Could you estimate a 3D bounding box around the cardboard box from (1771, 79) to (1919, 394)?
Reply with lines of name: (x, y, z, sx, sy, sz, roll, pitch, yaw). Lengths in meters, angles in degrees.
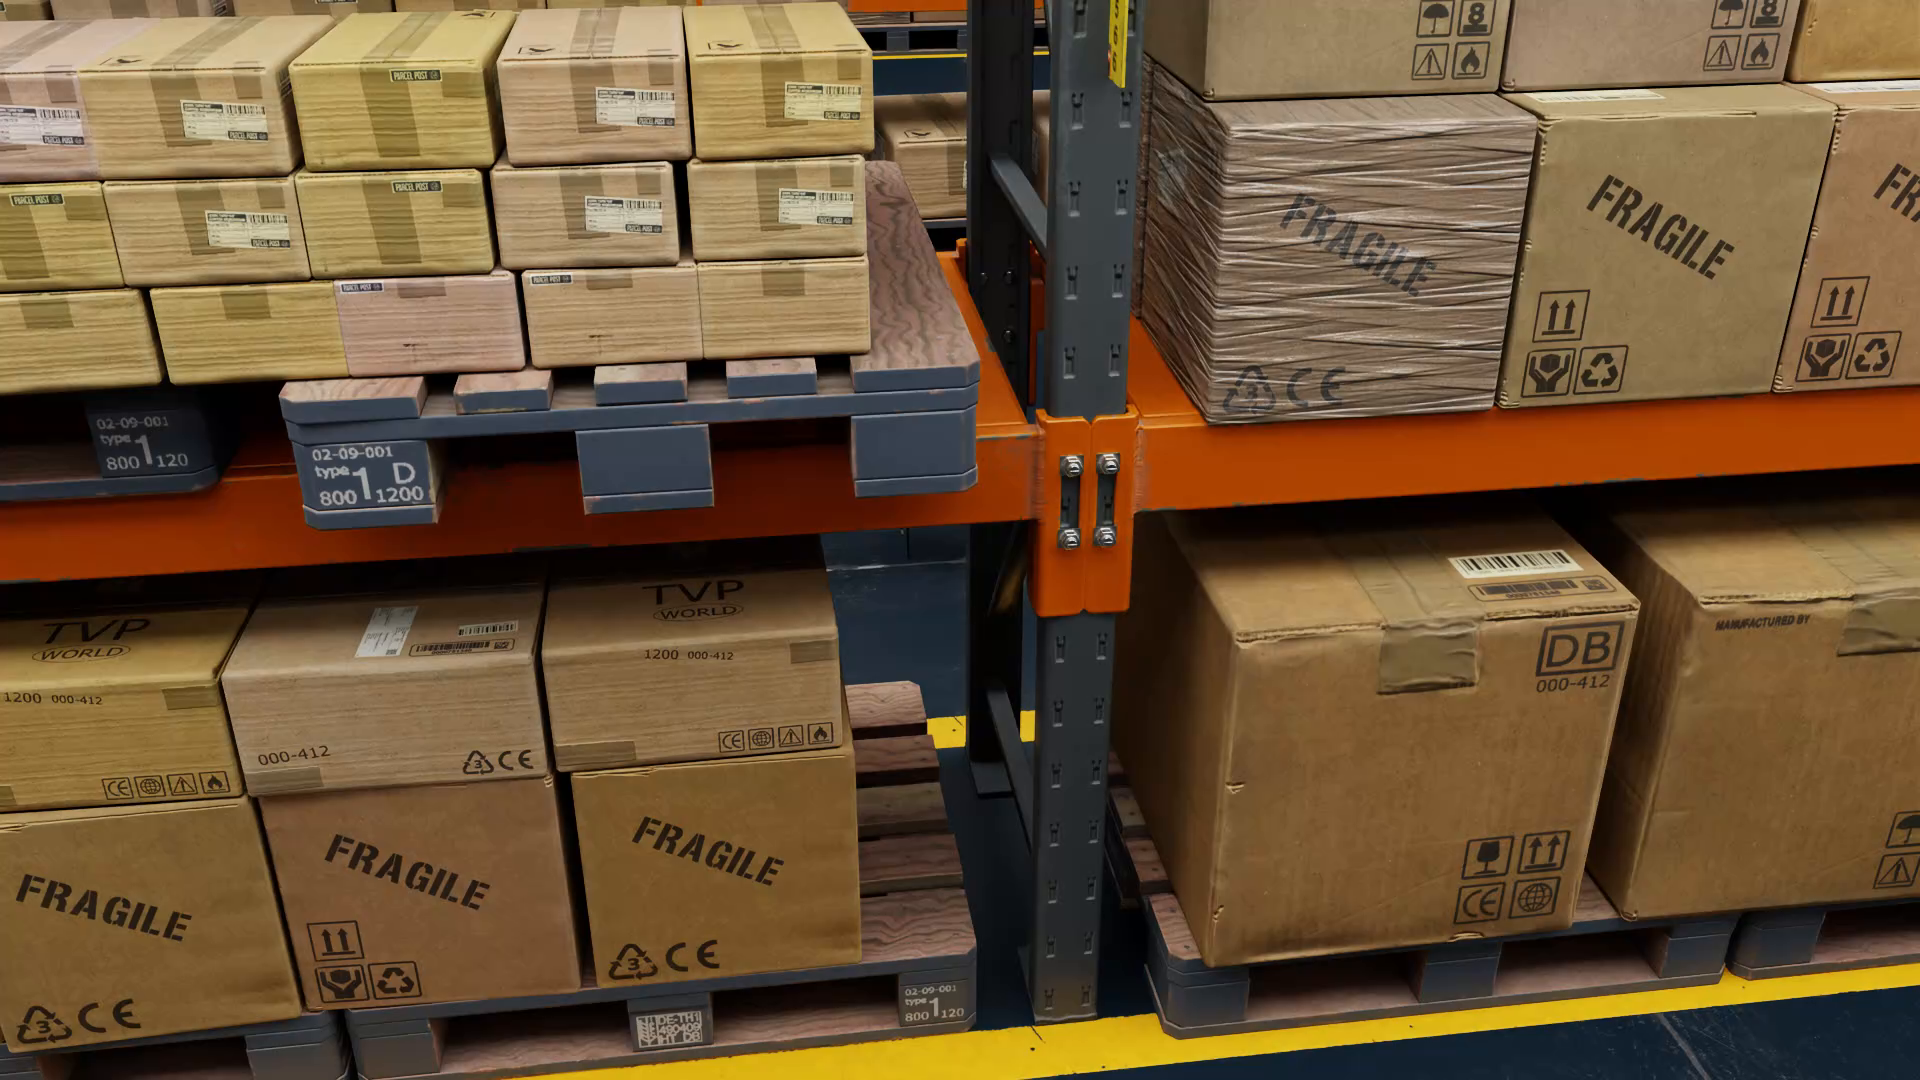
cardboard box: (1.629, -0.603, 3.029, 0.500, 0.500, 0.500, -4, 27, -7)

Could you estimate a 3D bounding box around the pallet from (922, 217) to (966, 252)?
pallet: (0.129, -1.626, 8.188, 1.213, 0.211, 1.003, -4, 27, -7)

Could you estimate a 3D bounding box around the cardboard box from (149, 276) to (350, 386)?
cardboard box: (-1.028, -0.376, 2.513, 0.250, 0.149, 0.380, -4, 27, -8)

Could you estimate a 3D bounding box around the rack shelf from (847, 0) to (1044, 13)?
rack shelf: (1.335, -2.625, 7.867, 4.000, 0.370, 1.077, -4, 27, -7)

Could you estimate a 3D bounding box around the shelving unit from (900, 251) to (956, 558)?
shelving unit: (-0.053, -0.464, 5.004, 0.252, 1.050, 0.215, -4, 27, -7)

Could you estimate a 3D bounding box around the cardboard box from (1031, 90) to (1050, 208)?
cardboard box: (0.645, -1.917, 8.119, 0.625, 0.372, 0.950, -4, 27, -8)

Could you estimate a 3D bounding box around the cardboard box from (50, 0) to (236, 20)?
cardboard box: (-1.379, -0.918, 2.916, 0.250, 0.149, 0.380, -2, 27, -5)

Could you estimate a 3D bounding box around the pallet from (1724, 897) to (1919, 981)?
pallet: (2.141, 0.562, 3.923, 1.213, 0.211, 1.003, -4, 27, -7)

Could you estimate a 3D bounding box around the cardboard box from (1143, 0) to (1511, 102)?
cardboard box: (0.591, -1.100, 2.902, 0.500, 0.500, 0.700, -4, 27, -7)

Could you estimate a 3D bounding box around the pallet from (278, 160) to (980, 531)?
pallet: (-0.546, -0.407, 2.968, 1.003, 0.211, 1.213, -4, 27, -7)

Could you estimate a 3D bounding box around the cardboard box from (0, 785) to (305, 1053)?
cardboard box: (-1.507, 0.571, 3.129, 0.500, 0.500, 0.500, -5, 28, -9)

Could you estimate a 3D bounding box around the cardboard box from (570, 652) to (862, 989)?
cardboard box: (-0.471, 0.499, 3.270, 0.500, 0.500, 0.500, -4, 27, -7)

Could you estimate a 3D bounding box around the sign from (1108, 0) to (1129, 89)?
sign: (0.230, -0.821, 2.384, 0.005, 0.325, 0.100, -4, 27, -7)

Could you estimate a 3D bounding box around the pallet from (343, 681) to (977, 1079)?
pallet: (-0.629, 0.703, 3.648, 1.213, 0.211, 1.003, -4, 27, -7)

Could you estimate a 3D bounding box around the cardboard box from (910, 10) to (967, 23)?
cardboard box: (-0.075, -4.270, 12.428, 0.625, 0.625, 0.875, -3, 27, -5)

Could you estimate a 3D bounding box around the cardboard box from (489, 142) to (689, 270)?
cardboard box: (-0.545, -0.539, 2.503, 0.250, 0.149, 0.380, -3, 27, -5)

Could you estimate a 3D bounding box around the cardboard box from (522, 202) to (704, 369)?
cardboard box: (-0.526, -0.407, 2.573, 0.250, 0.149, 0.380, -4, 27, -7)

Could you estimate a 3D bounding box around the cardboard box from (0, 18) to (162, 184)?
cardboard box: (-1.289, -0.625, 2.345, 0.250, 0.149, 0.380, -4, 27, -7)

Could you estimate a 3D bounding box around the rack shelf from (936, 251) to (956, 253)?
rack shelf: (-0.053, -0.707, 4.879, 0.240, 0.259, 0.215, -4, 27, -7)

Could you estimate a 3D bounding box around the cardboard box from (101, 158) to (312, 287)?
cardboard box: (-1.053, -0.505, 2.438, 0.250, 0.149, 0.380, -4, 27, -7)

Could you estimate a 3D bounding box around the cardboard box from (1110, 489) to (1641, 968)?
cardboard box: (0.760, 0.230, 3.521, 0.750, 0.750, 1.050, -4, 27, -8)

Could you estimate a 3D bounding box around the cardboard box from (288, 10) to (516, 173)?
cardboard box: (-0.785, -0.656, 2.406, 0.250, 0.149, 0.380, -3, 27, -6)

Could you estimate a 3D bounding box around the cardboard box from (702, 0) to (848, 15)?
cardboard box: (-0.344, -0.984, 3.045, 0.250, 0.149, 0.380, -4, 27, -7)

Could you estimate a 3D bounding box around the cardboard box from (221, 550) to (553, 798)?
cardboard box: (-0.995, 0.205, 3.022, 0.500, 0.250, 0.500, -3, 27, -6)

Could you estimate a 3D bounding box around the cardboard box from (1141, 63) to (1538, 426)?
cardboard box: (0.627, -0.537, 2.902, 0.500, 0.500, 0.500, -3, 27, -7)

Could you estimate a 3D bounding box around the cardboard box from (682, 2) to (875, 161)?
cardboard box: (-0.277, -0.688, 2.468, 0.250, 0.149, 0.380, -5, 28, -9)

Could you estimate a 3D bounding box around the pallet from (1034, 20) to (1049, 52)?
pallet: (0.686, -3.931, 12.681, 1.213, 0.211, 1.003, -4, 27, -7)

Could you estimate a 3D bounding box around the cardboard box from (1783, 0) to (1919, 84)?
cardboard box: (1.599, -1.166, 3.032, 0.500, 0.500, 0.700, -4, 27, -8)

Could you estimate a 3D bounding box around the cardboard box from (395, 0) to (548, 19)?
cardboard box: (-0.849, -0.952, 2.984, 0.250, 0.149, 0.380, -4, 27, -7)

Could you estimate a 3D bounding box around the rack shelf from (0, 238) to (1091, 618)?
rack shelf: (-1.836, -0.139, 3.023, 4.000, 0.370, 1.077, -4, 27, -7)
